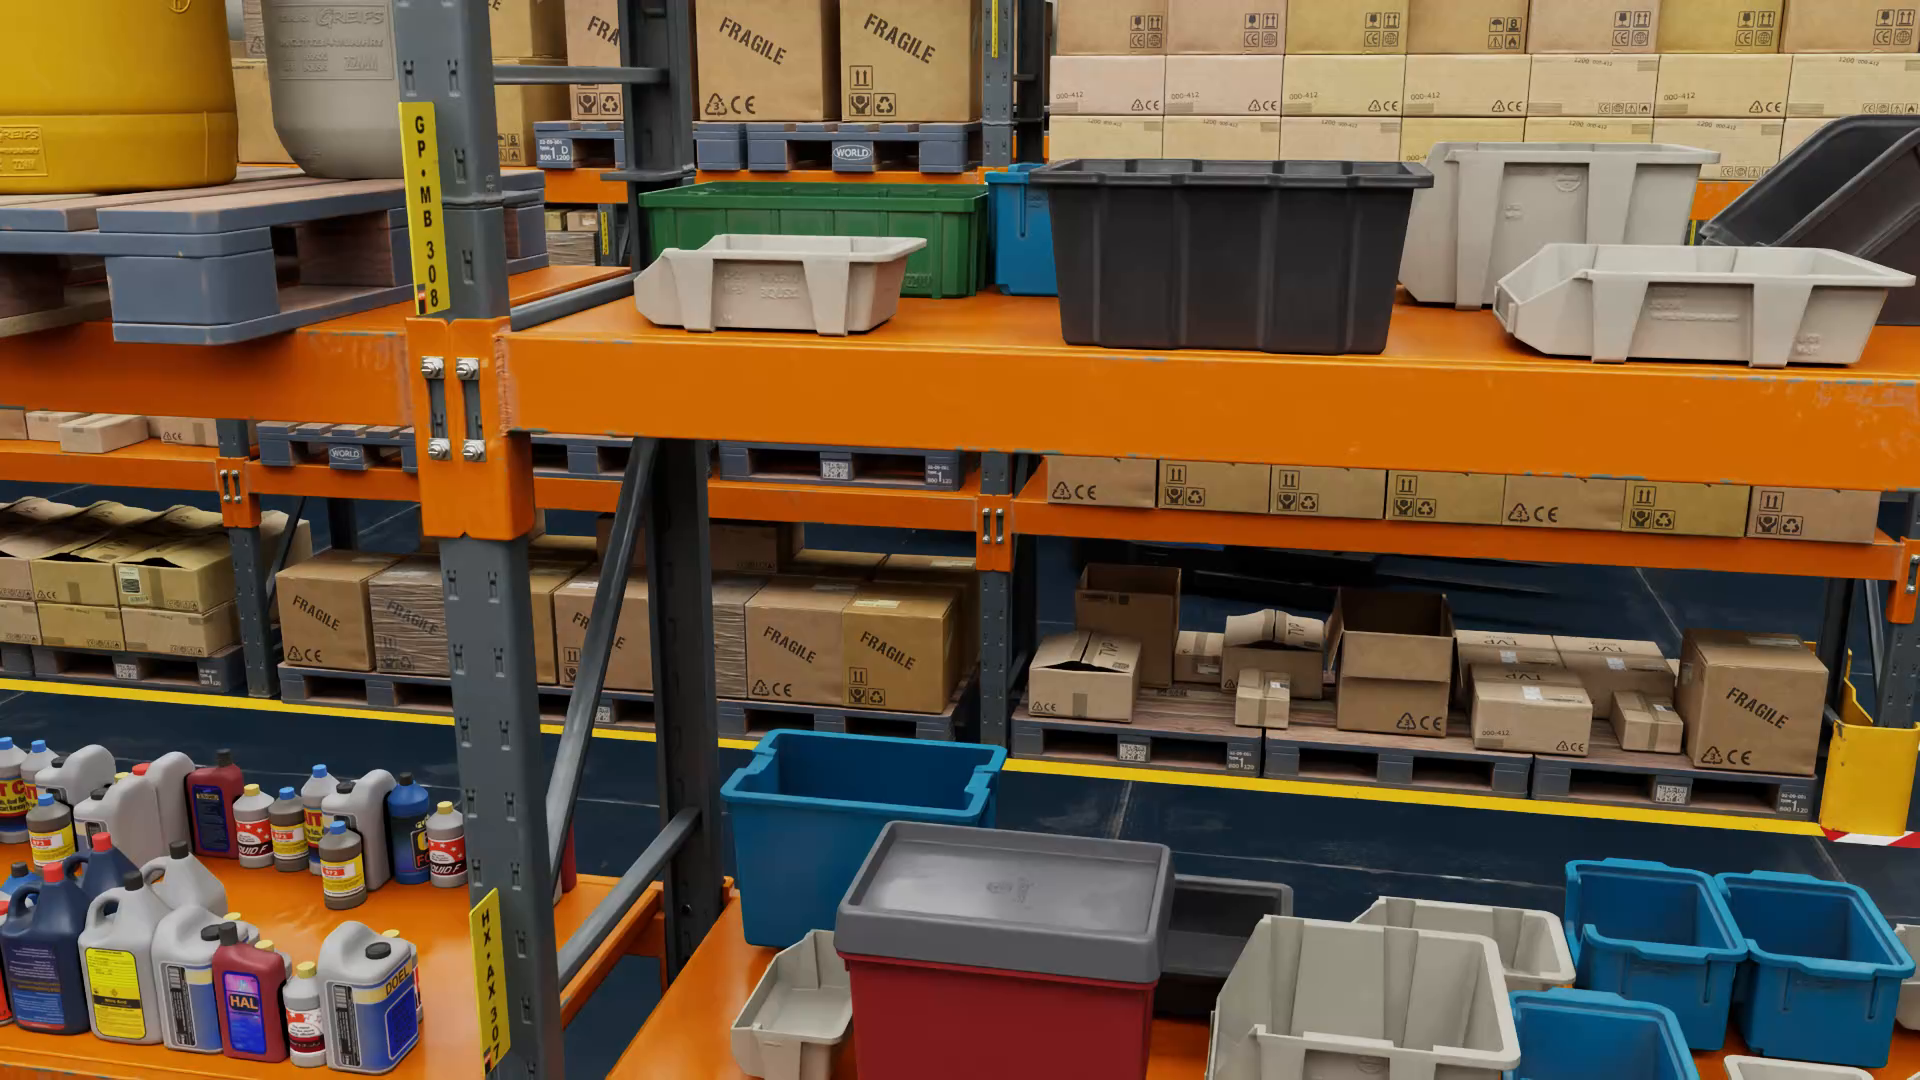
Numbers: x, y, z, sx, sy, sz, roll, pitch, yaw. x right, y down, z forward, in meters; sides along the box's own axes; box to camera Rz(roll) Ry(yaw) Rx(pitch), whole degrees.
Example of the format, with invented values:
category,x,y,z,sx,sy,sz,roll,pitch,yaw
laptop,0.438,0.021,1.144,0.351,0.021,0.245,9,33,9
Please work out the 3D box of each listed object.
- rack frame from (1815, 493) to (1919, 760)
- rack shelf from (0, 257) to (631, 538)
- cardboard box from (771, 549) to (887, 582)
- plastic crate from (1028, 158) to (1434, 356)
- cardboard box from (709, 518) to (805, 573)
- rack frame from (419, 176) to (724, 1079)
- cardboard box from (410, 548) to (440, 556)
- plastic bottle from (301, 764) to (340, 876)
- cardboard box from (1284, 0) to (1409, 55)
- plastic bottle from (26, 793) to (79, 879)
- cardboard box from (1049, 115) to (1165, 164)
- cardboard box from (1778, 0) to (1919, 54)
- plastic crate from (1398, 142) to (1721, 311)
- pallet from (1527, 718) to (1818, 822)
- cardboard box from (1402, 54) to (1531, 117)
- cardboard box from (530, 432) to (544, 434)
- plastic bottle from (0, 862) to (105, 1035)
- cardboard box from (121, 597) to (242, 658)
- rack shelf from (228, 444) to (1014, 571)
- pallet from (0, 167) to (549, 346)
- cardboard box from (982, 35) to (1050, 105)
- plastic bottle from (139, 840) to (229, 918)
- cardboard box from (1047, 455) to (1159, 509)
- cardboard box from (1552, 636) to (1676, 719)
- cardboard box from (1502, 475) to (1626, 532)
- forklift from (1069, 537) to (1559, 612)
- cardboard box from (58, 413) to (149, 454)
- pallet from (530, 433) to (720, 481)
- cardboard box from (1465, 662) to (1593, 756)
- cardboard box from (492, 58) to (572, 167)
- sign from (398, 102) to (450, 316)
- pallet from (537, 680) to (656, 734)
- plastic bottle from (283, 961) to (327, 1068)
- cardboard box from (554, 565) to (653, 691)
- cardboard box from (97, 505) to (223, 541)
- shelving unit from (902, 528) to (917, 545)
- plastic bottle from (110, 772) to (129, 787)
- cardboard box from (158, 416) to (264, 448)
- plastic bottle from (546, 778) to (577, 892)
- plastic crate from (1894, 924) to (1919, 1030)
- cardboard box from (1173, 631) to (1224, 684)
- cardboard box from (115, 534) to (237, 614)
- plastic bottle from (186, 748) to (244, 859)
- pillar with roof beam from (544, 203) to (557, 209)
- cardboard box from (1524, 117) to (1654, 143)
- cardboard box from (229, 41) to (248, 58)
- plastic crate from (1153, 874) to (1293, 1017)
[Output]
category,x,y,z,sx,sy,sz,roll,pitch,yaw
rack frame,4.179,-0.299,7.452,0.127,3.000,1.000,3,16,11
rack shelf,-2.692,-0.421,3.622,4.000,0.370,1.077,3,16,11
cardboard box,-0.692,0.366,8.910,0.500,0.500,0.500,3,16,12
plastic crate,0.431,-0.461,2.662,0.590,0.269,0.497,3,16,11
cardboard box,-1.147,-0.023,8.910,0.500,0.250,0.500,3,16,11
rack frame,-0.732,0.784,3.543,0.127,3.000,1.000,3,16,11
cardboard box,-2.698,0.257,9.305,0.500,0.500,0.500,4,16,13
plastic bottle,-1.576,0.689,4.127,0.097,0.271,0.097,0,15,0
cardboard box,1.696,-2.383,7.295,0.500,0.500,0.700,3,16,11
plastic bottle,-2.251,0.727,4.119,0.097,0.201,0.097,0,15,0
cardboard box,0.686,-1.794,7.512,0.500,0.250,0.500,3,16,11
cardboard box,3.672,-2.297,6.988,0.500,0.500,0.700,3,16,11
plastic crate,1.077,-0.590,3.107,0.530,0.282,0.437,3,16,11
pallet,3.323,0.999,7.991,1.213,0.211,1.003,3,16,11
cardboard box,2.154,-1.953,7.148,0.500,0.250,0.500,3,16,11
cardboard box,-2.163,-0.872,8.548,0.500,0.500,0.700,6,17,22
plastic bottle,-1.879,0.835,3.452,0.185,0.351,0.144,3,16,11
cardboard box,-4.225,0.434,9.170,0.500,0.250,0.500,3,16,12
rack shelf,-1.701,-0.271,8.700,4.000,0.370,1.077,3,16,11
pallet,-1.520,-0.587,3.226,1.003,0.211,1.213,3,16,11
cardboard box,0.402,-3.589,12.699,0.500,0.500,0.700,2,16,8
plastic bottle,-1.669,0.807,3.553,0.185,0.351,0.144,3,16,11
cardboard box,0.704,-0.461,7.851,0.500,0.500,0.500,4,16,13
cardboard box,3.212,0.685,8.228,0.500,0.250,0.500,3,16,11
cardboard box,2.689,-0.354,7.465,0.500,0.500,0.500,3,16,12
forklift,2.295,-1.121,10.549,3.031,2.935,1.130,7,17,23
cardboard box,-4.597,-0.579,8.933,0.250,0.149,0.380,3,16,11
pallet,-1.754,-0.530,8.645,1.213,0.211,1.003,3,16,11
cardboard box,2.672,0.791,7.843,0.500,0.250,0.500,3,16,11
cardboard box,-2.217,-2.149,8.325,0.500,0.500,0.910,3,16,11
sign,-0.843,-0.522,2.622,0.005,0.325,0.100,3,16,11
pallet,-1.745,0.735,8.945,1.213,0.211,1.003,3,16,11
plastic bottle,-1.302,0.944,3.336,0.097,0.201,0.097,0,15,0
cardboard box,-1.755,0.448,8.614,0.500,0.500,0.500,3,16,9
cardboard box,-4.632,-0.002,9.695,0.500,0.311,0.500,3,16,10
shelving unit,-0.007,-0.723,11.793,0.755,1.500,0.431,3,16,11
plastic bottle,-2.125,0.693,4.244,0.097,0.201,0.097,0,15,0
cardboard box,-4.009,-0.712,9.111,0.500,0.311,0.500,4,16,15
plastic bottle,-1.006,0.709,4.032,0.133,0.283,0.061,3,16,11
plastic crate,2.049,0.921,3.430,0.298,0.136,0.250,3,16,11
cardboard box,1.253,0.611,8.685,0.250,0.149,0.380,3,16,11
cardboard box,-4.223,0.165,9.092,0.500,0.311,0.500,4,16,13
plastic bottle,-1.877,0.662,4.202,0.133,0.283,0.061,3,16,11
pillar with roof beam,-4.637,-4.081,9.867,0.400,9.000,9.100,3,16,11
cardboard box,2.642,-1.683,7.111,0.500,0.250,0.500,3,16,11
cardboard box,-6.077,-3.879,13.785,0.500,0.500,0.500,5,16,19
plastic crate,0.418,0.877,3.610,0.590,0.125,0.437,3,16,11
